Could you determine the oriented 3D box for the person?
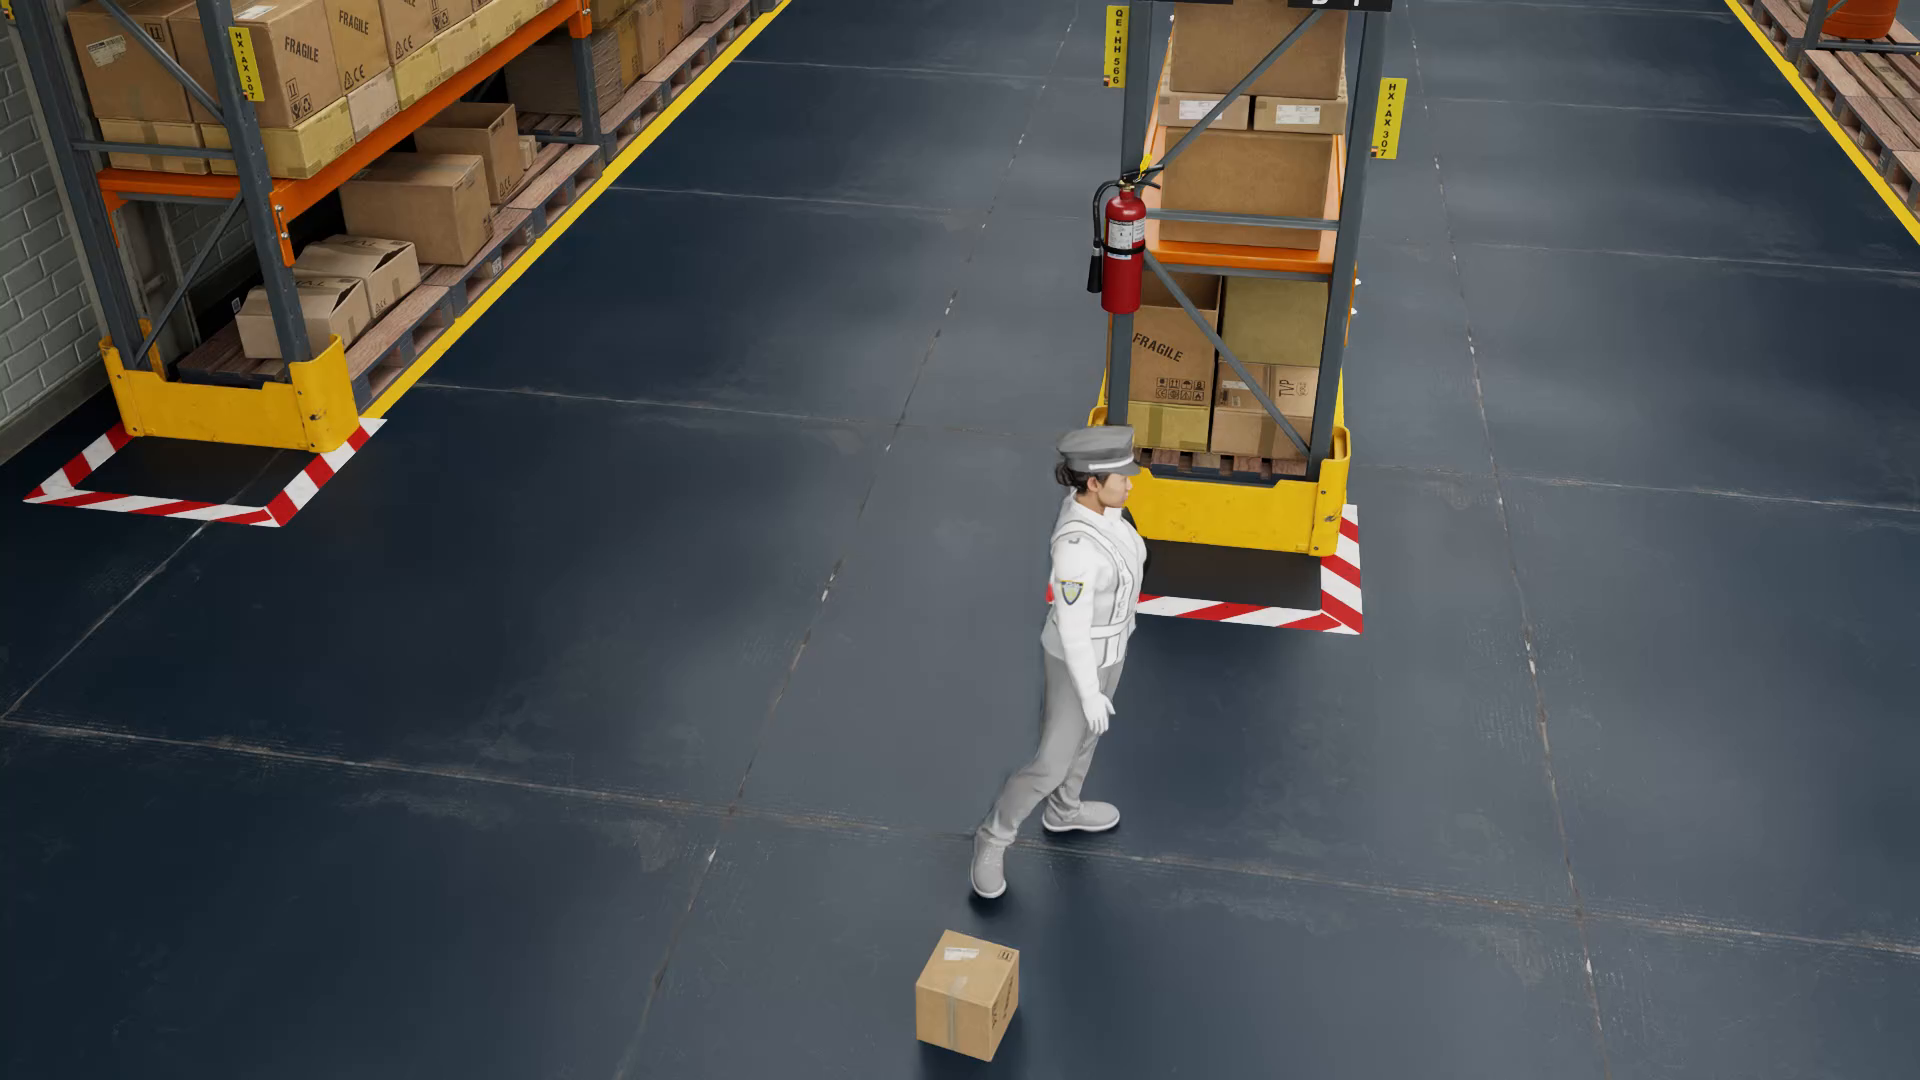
[{"bbox_3d":[0.317,0.414,5.481,0.483,1.669,0.670,10,34,16],"label":"person"}]
